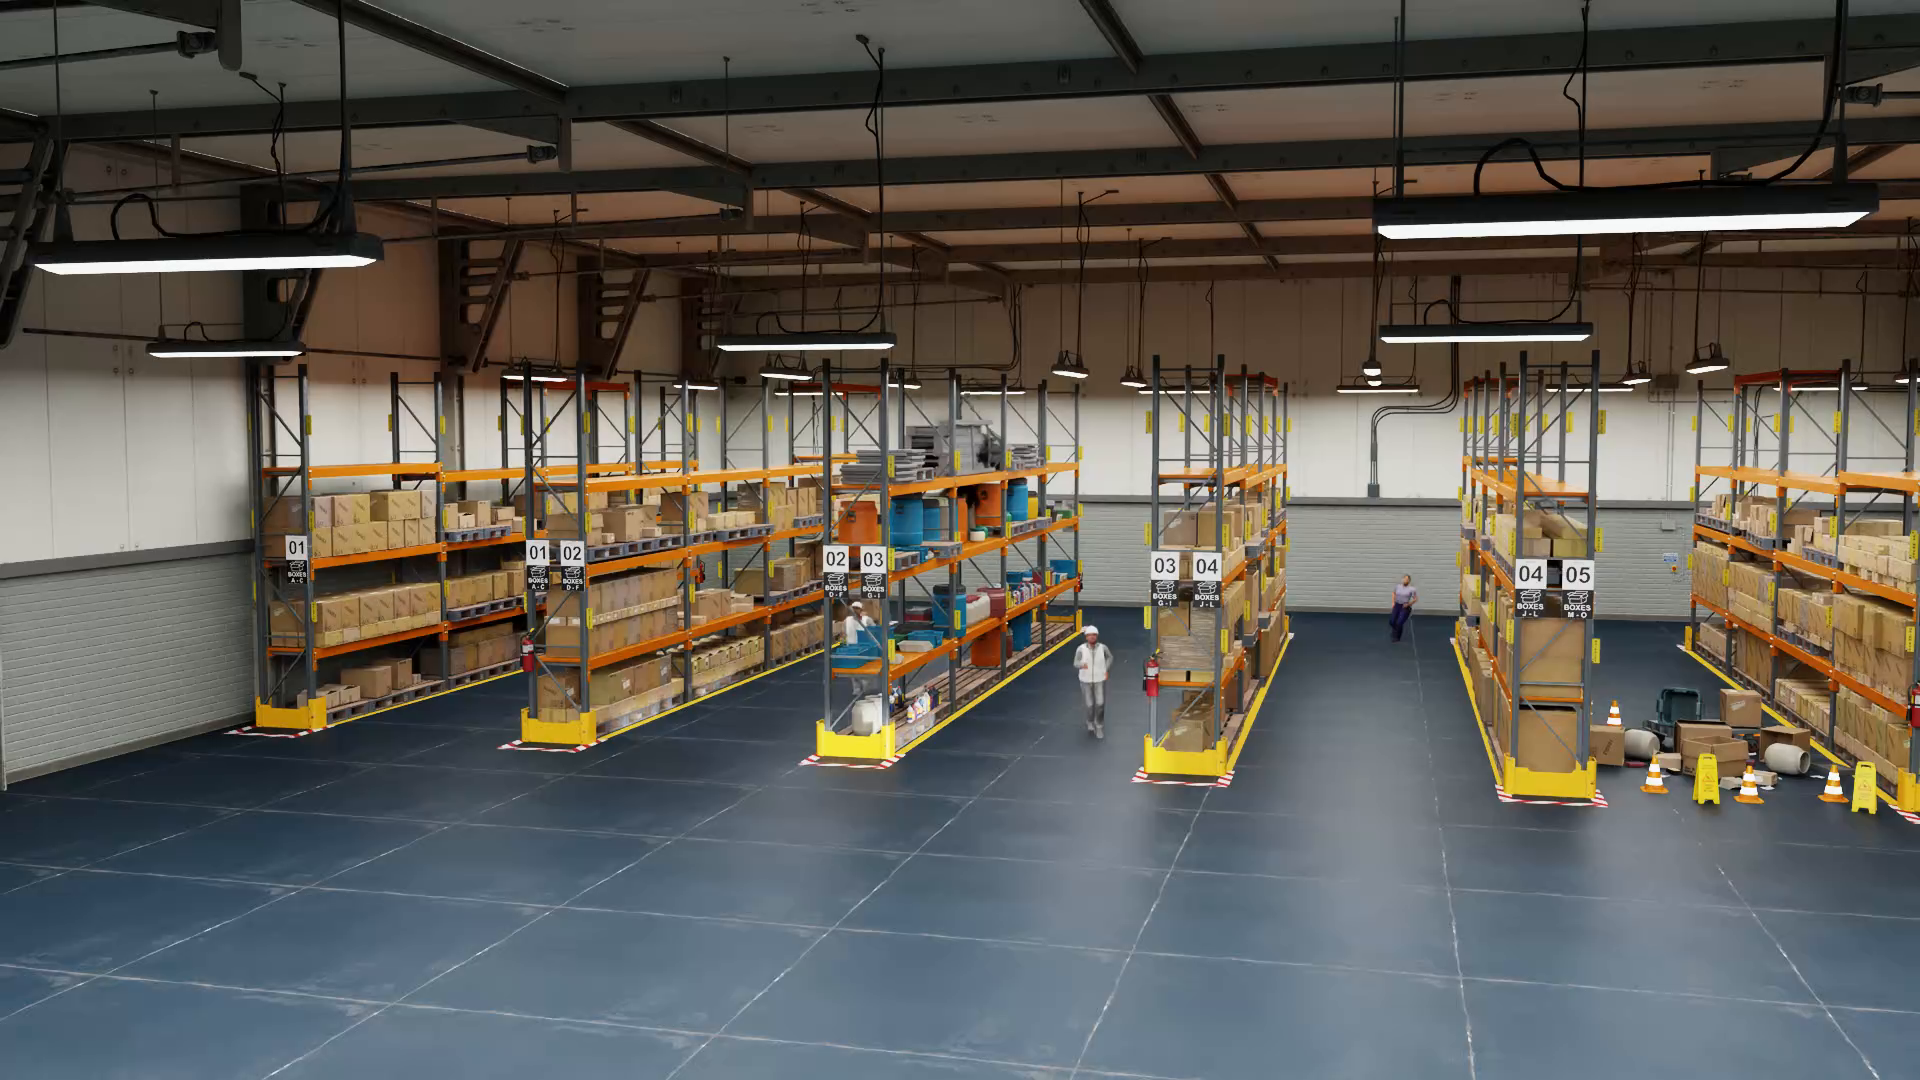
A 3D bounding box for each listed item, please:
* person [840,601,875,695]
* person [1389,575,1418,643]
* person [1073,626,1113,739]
[{"bbox_3d":[-1.909,2.008,30.674,0.669,1.737,0.589,1,4,13],"label":"person"},{"bbox_3d":[10.215,1.585,38.340,0.676,1.564,0.515,3,5,34],"label":"person"},{"bbox_3d":[2.134,2.287,26.715,0.635,1.822,0.756,0,4,5],"label":"person"}]
